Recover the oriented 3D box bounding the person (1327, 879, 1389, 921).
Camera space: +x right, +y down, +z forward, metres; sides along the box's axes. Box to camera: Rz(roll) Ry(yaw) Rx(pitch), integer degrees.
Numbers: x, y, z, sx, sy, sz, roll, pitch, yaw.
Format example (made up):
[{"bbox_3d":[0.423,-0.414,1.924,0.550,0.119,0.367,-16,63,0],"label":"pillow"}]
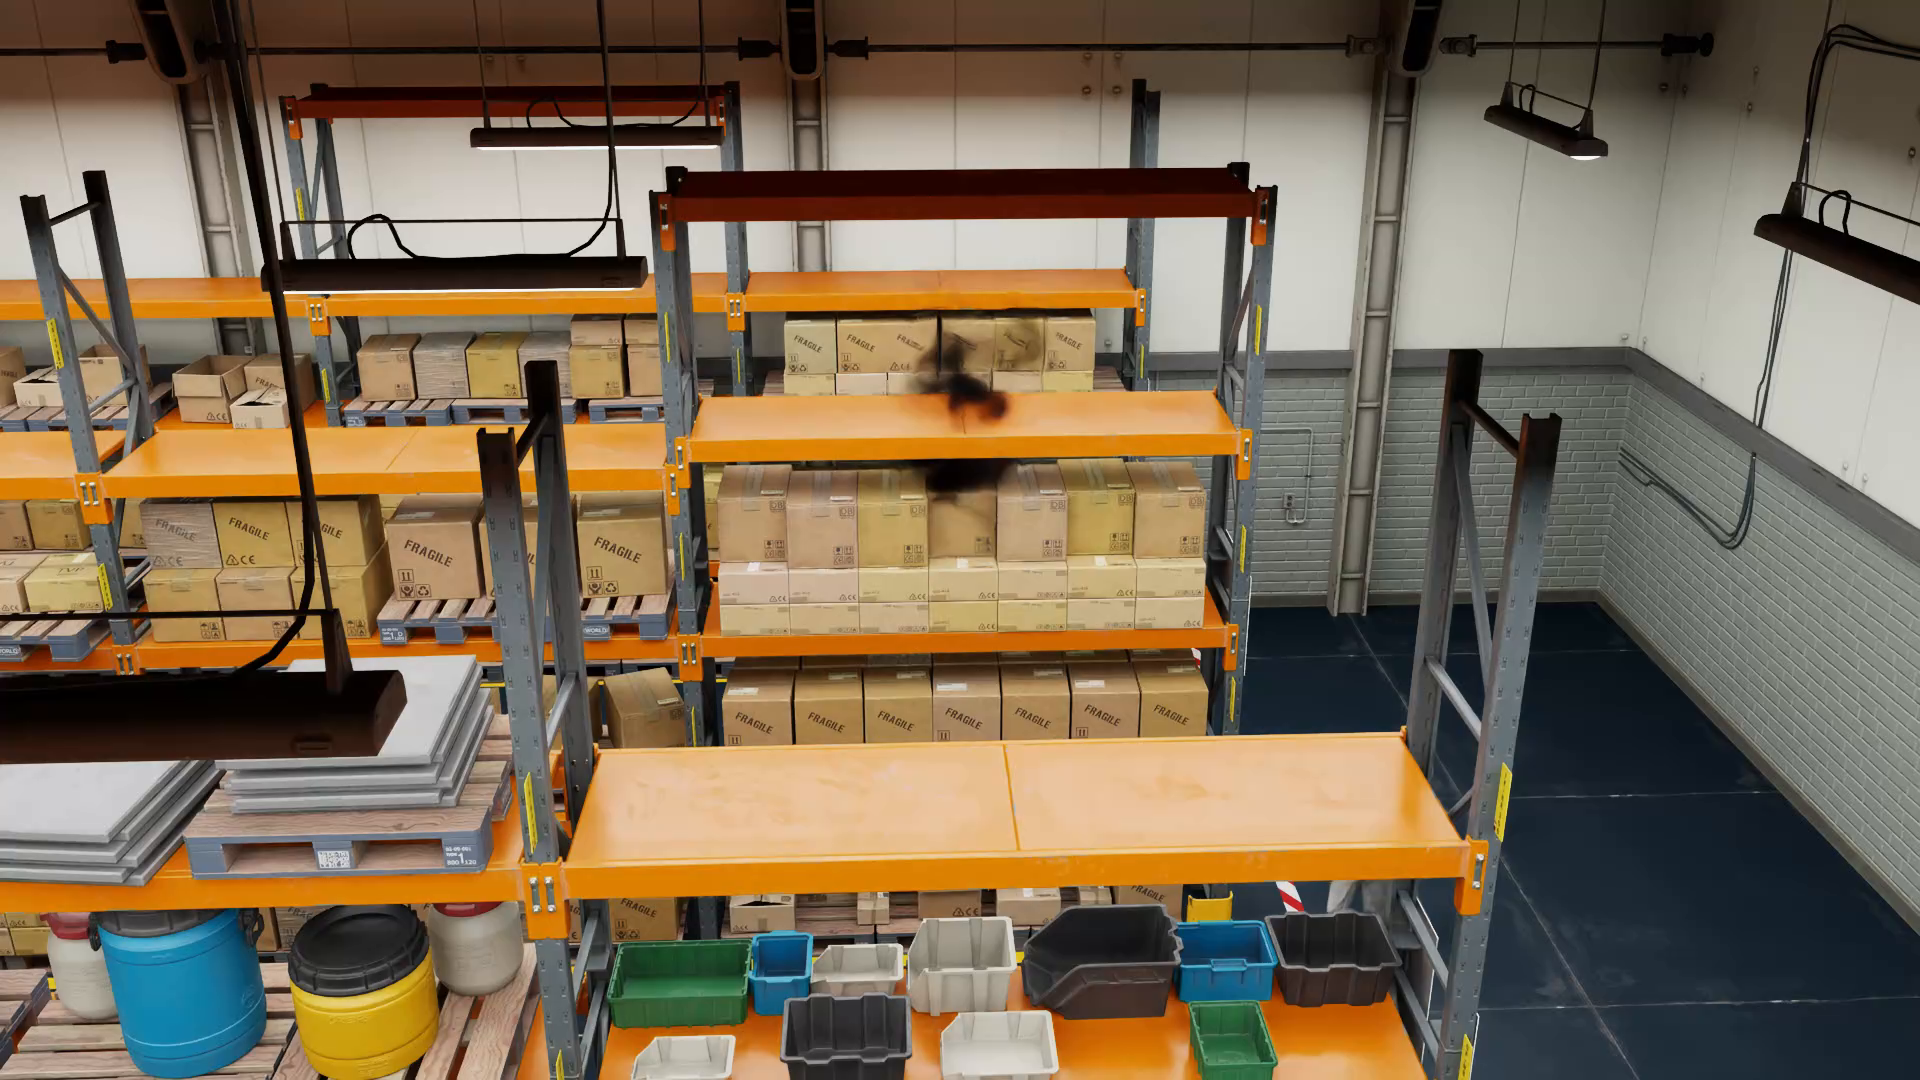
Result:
[{"bbox_3d":[2.991,2.384,12.325,0.798,1.787,0.670,-17,28,-36],"label":"person"}]
